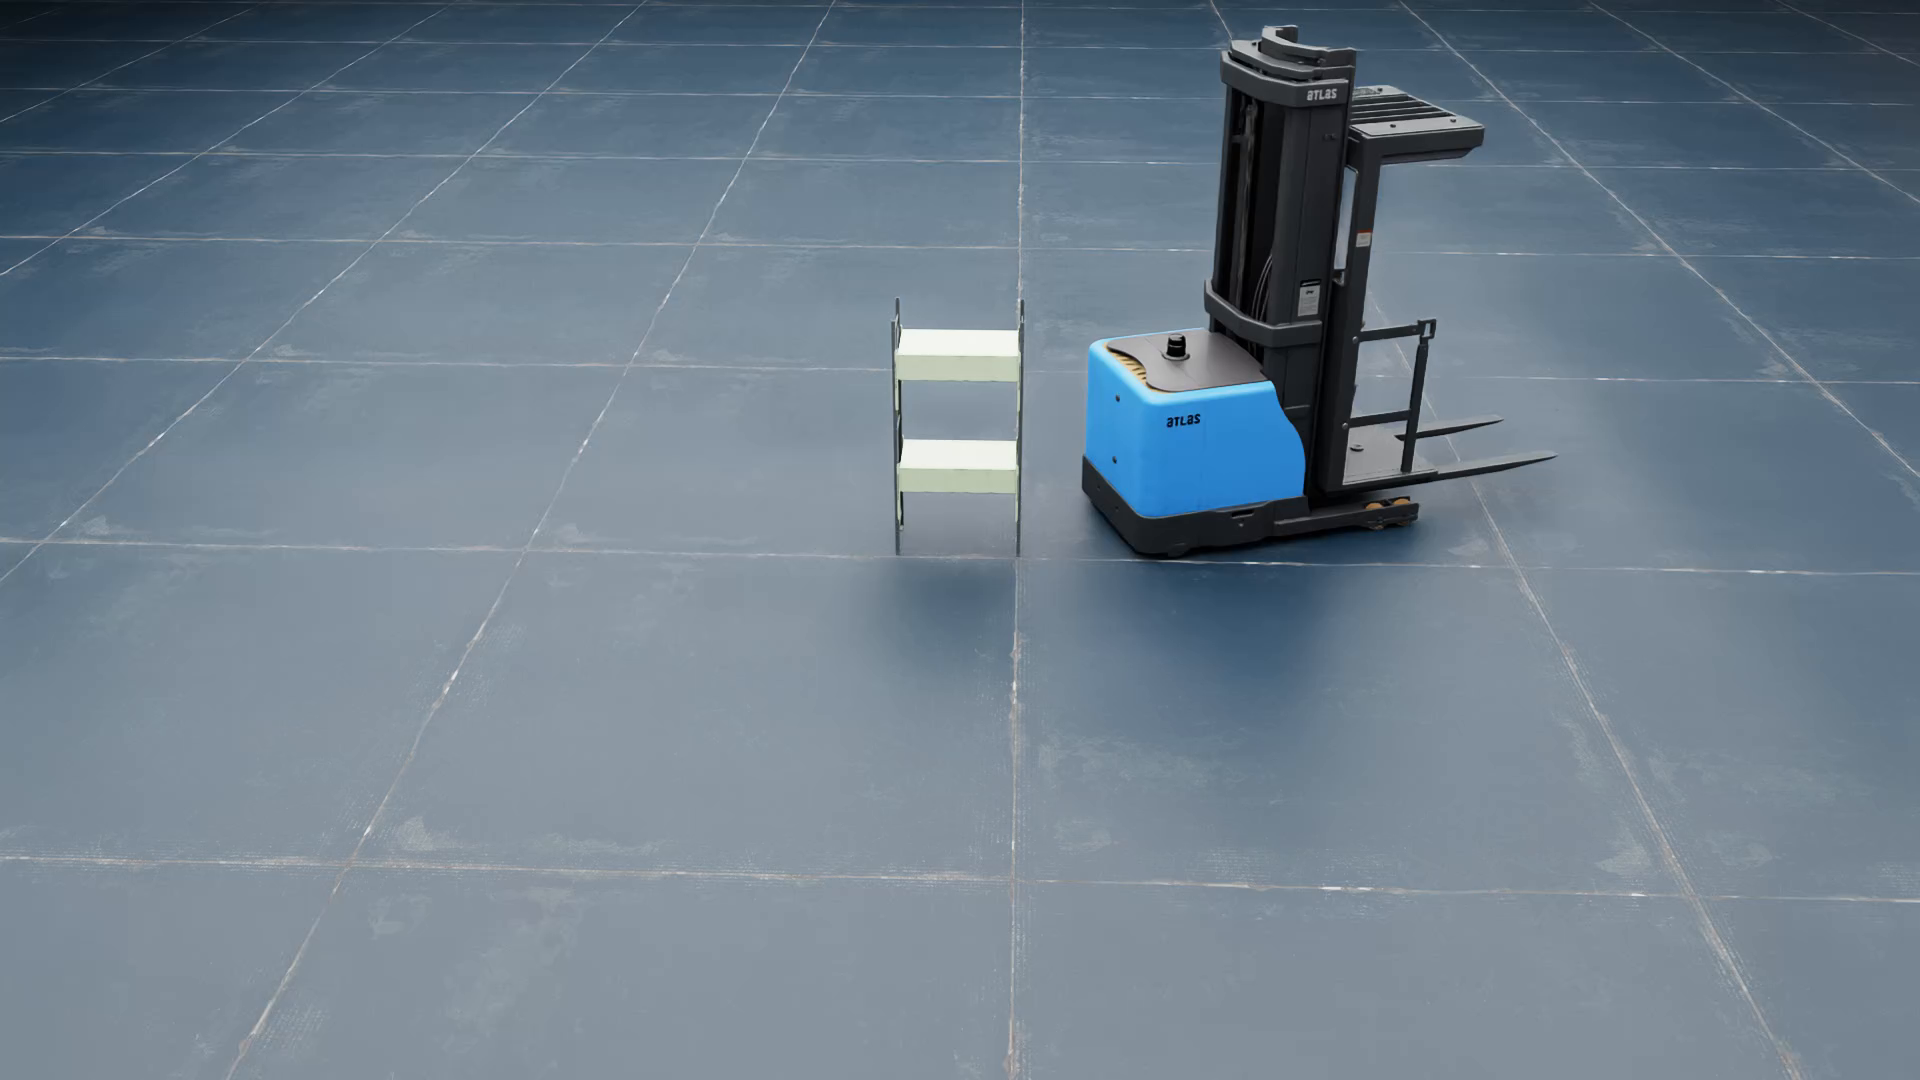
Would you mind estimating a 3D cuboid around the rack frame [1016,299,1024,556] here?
[{"bbox_3d":[0.359,-0.657,9.913,0.023,1.500,0.400,1,28,2],"label":"rack frame"}]

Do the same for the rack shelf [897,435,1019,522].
[{"bbox_3d":[-0.007,-0.375,10.077,0.720,0.370,0.431,1,28,2],"label":"rack shelf"}]

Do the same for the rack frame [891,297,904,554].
[{"bbox_3d":[-0.372,-0.669,9.935,0.023,1.500,0.400,1,28,2],"label":"rack frame"}]

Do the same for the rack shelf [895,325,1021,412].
[{"bbox_3d":[-0.007,-1.008,9.741,0.720,0.370,0.431,1,28,2],"label":"rack shelf"}]

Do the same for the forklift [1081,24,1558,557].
[{"bbox_3d":[2.360,-1.584,10.133,3.031,2.935,1.130,-9,29,-16],"label":"forklift"}]

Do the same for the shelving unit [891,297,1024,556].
[{"bbox_3d":[-0.007,-0.663,9.924,0.755,1.500,0.431,1,28,2],"label":"shelving unit"}]
